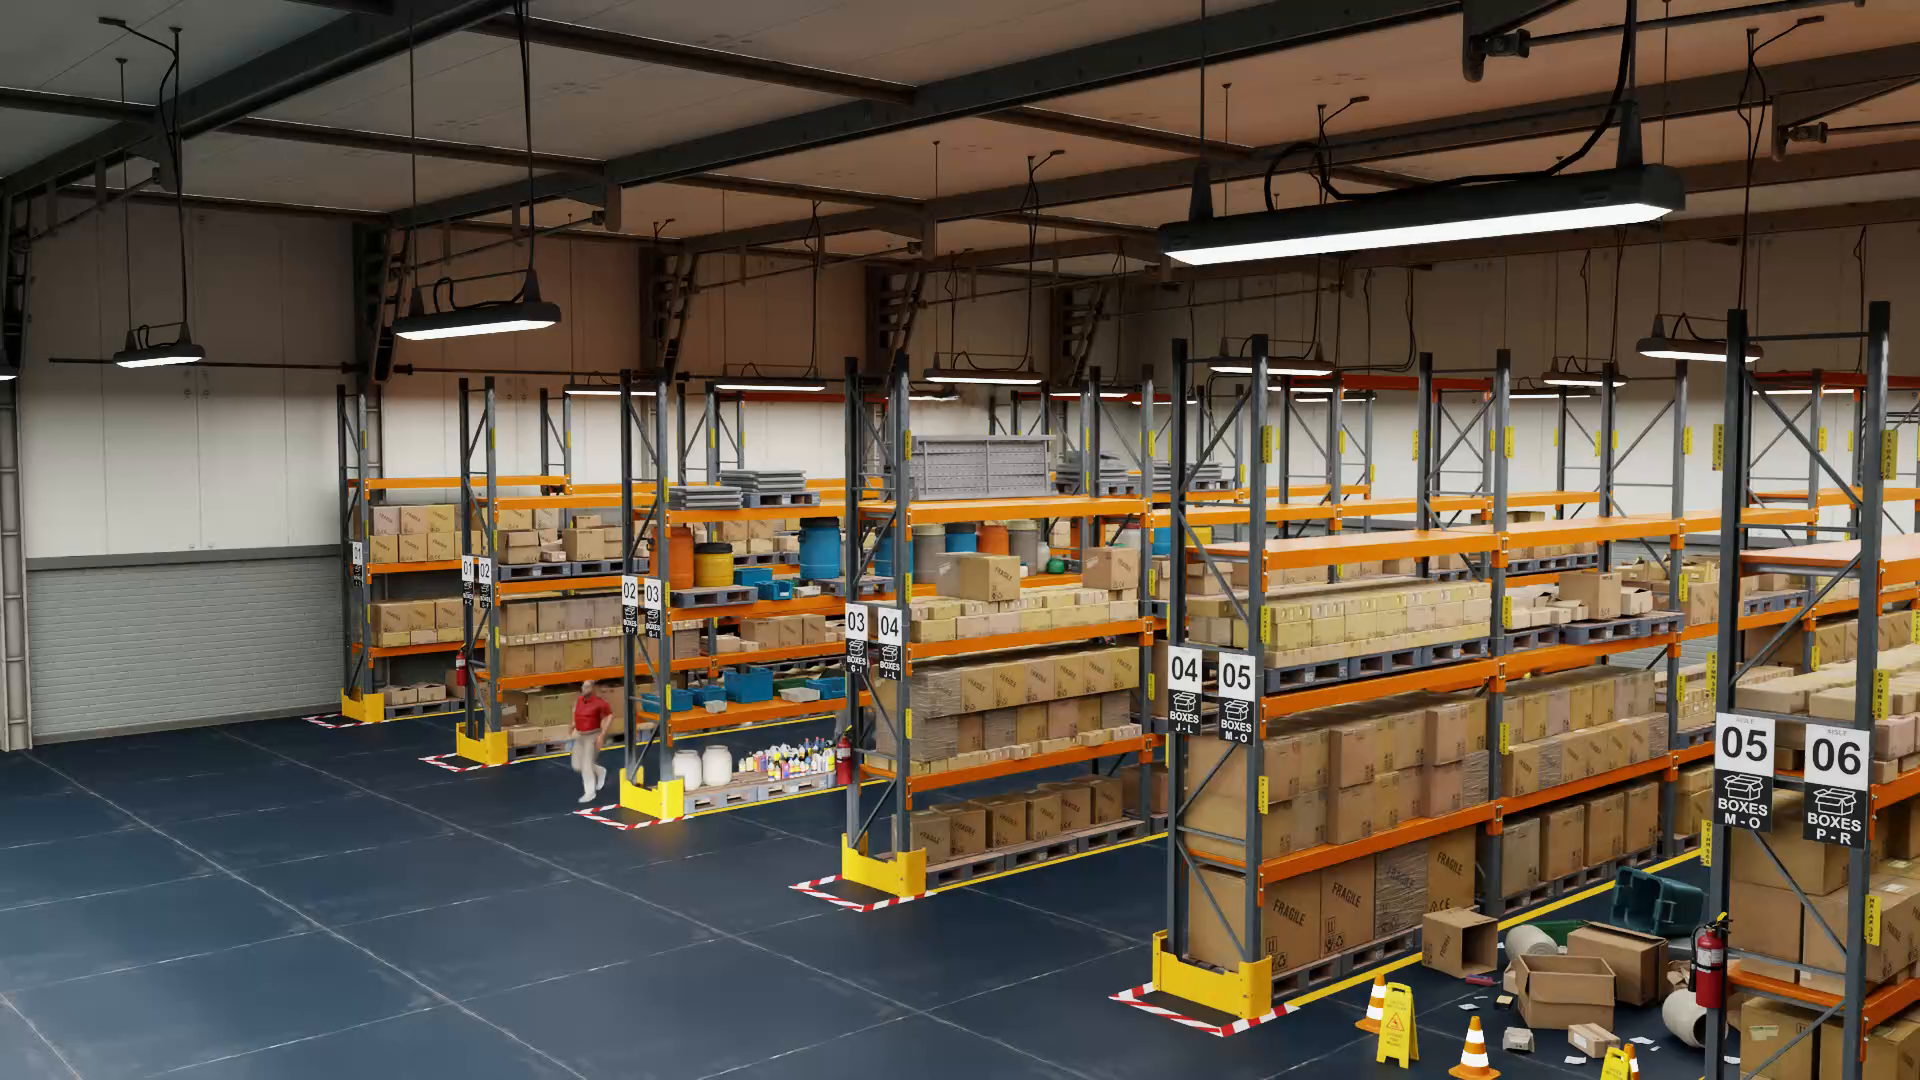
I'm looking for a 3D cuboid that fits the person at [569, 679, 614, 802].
[{"bbox_3d":[-5.181,2.802,23.397,0.697,1.709,0.585,3,5,35],"label":"person"}]

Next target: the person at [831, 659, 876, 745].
[{"bbox_3d":[-1.660,2.508,27.057,1.075,1.822,0.644,-3,5,-42],"label":"person"}]

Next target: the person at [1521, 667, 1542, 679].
[{"bbox_3d":[8.583,2.633,24.862,0.686,1.804,0.884,3,5,43],"label":"person"}]
